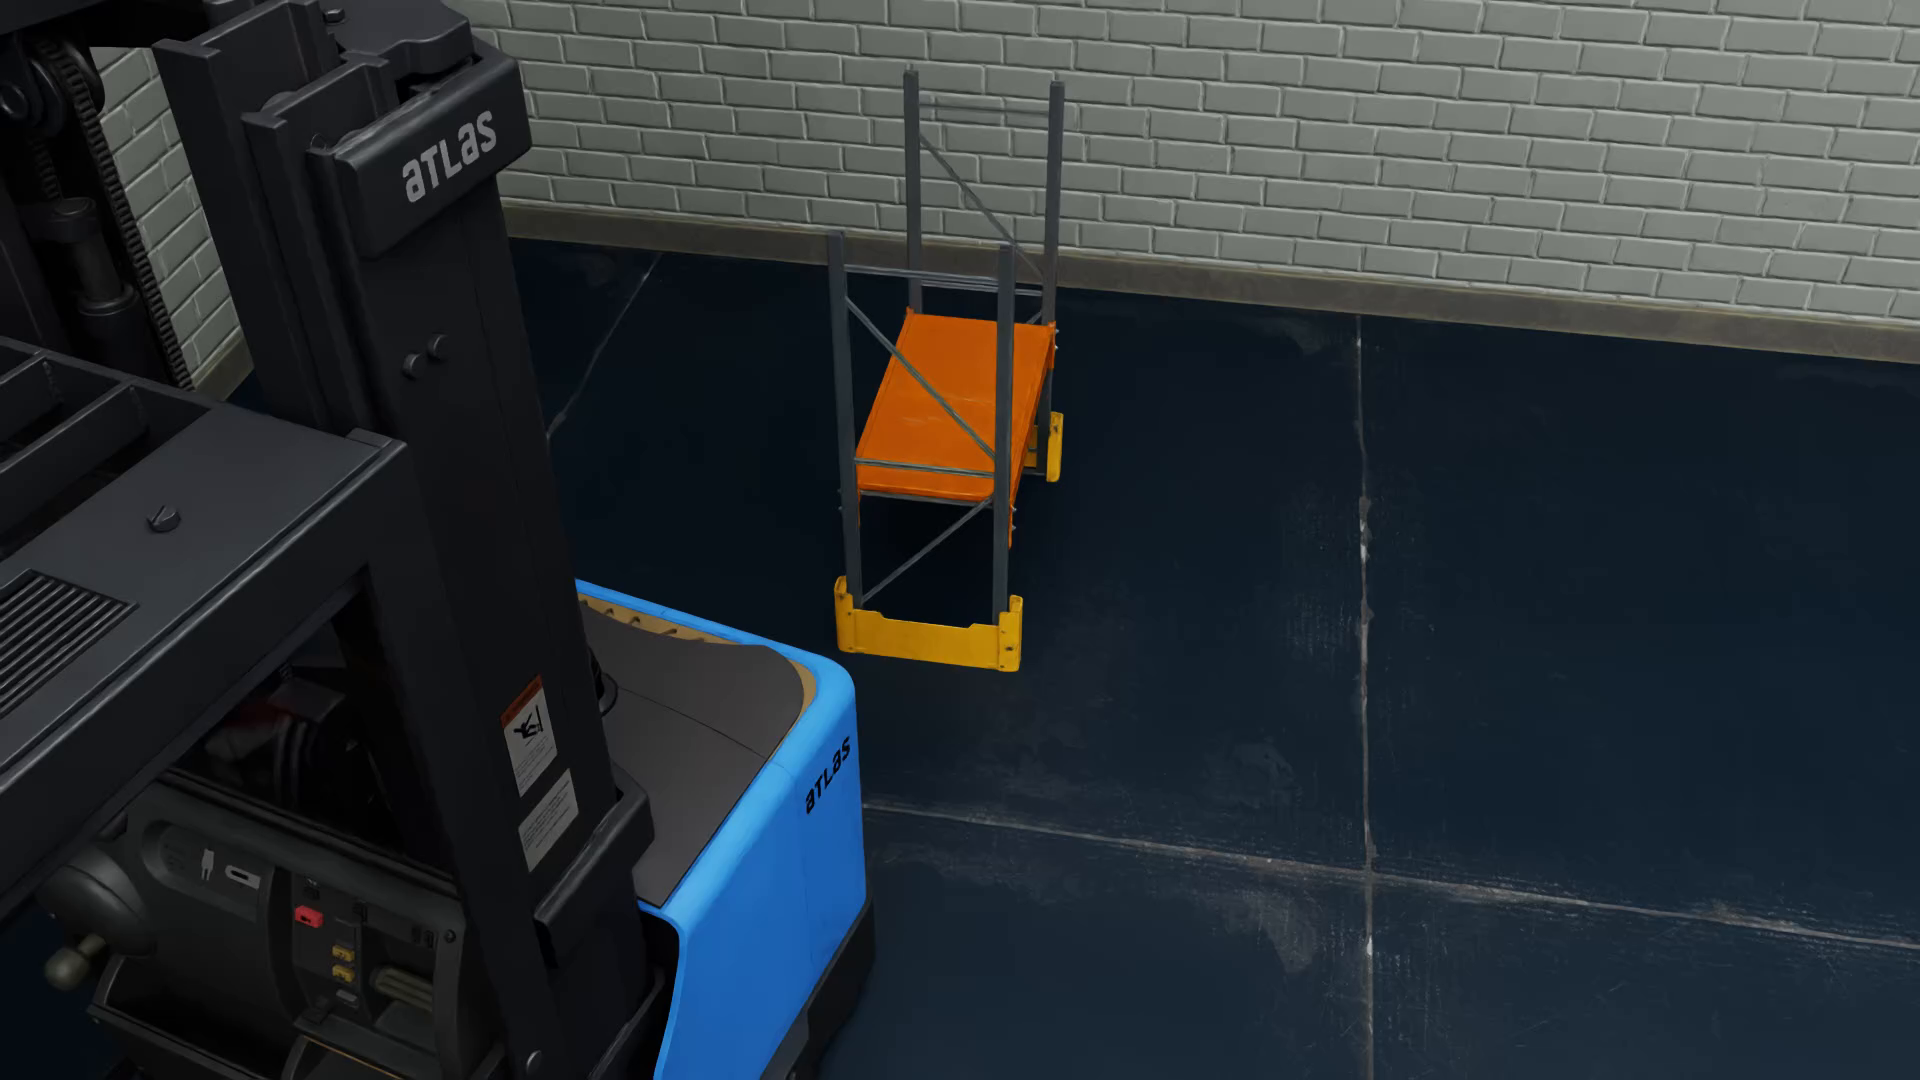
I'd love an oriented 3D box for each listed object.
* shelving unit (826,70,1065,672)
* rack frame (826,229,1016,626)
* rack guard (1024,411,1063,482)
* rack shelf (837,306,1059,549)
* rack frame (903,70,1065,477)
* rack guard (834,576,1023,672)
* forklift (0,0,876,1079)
[{"bbox_3d":[-0.013,-0.530,5.214,0.587,1.500,1.083,6,40,8],"label":"shelving unit"},{"bbox_3d":[-0.103,-0.205,4.821,0.500,1.500,0.032,6,40,8],"label":"rack frame"},{"bbox_3d":[0.073,-0.361,5.991,0.587,0.250,0.087,6,40,8],"label":"rack guard"},{"bbox_3d":[-0.015,-0.386,5.322,0.538,0.185,1.000,6,40,8],"label":"rack shelf"},{"bbox_3d":[0.073,-0.844,5.593,0.500,1.500,0.032,6,40,8],"label":"rack frame"},{"bbox_3d":[-0.099,0.264,5.234,0.587,0.250,0.087,6,40,8],"label":"rack guard"},{"bbox_3d":[-1.278,0.713,2.587,1.130,2.935,3.031,16,42,18],"label":"forklift"}]
